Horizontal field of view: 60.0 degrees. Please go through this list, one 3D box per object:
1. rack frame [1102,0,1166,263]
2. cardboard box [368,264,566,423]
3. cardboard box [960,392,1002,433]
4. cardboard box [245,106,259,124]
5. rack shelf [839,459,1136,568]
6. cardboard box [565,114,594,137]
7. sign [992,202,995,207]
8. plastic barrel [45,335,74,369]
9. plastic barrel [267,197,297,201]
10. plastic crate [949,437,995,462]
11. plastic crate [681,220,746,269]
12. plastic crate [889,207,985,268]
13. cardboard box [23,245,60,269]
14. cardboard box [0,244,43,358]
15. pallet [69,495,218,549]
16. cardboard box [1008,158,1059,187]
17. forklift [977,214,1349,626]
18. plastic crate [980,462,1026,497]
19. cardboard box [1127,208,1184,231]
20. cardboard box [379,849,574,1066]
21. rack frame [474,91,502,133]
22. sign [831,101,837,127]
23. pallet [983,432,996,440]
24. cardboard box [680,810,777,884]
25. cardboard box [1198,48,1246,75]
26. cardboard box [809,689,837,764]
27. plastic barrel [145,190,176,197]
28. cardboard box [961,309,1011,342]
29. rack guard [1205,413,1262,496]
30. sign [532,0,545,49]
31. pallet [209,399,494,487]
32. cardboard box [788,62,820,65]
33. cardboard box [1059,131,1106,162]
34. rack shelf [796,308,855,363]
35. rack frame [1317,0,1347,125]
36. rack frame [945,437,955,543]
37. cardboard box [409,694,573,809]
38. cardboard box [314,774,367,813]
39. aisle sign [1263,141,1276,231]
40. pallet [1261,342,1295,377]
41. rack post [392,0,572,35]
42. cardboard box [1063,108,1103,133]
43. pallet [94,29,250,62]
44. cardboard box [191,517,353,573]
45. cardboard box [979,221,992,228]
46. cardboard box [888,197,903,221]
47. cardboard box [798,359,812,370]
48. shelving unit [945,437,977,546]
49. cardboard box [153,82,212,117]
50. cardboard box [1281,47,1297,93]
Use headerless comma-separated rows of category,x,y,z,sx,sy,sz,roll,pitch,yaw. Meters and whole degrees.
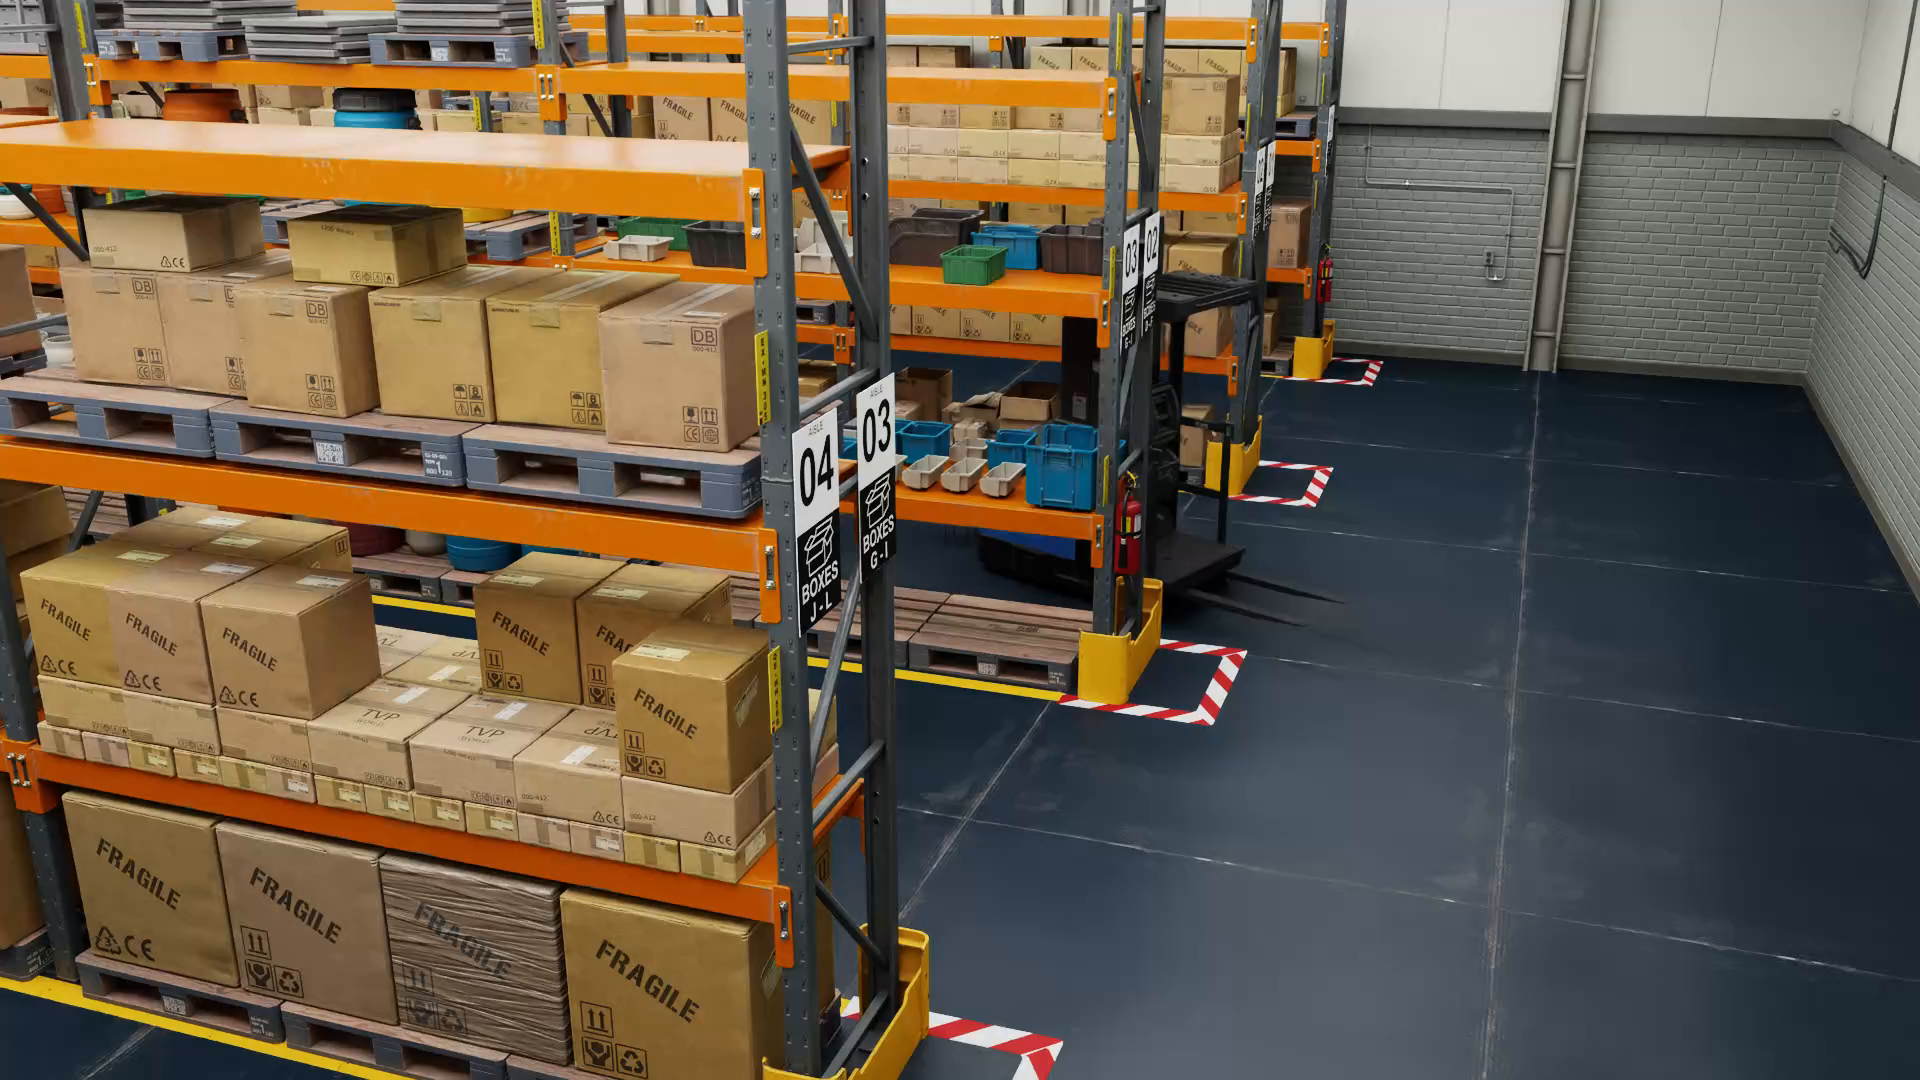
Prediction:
rack frame,1.121,-3.316,10.417,0.127,3.000,1.000,7,20,18
cardboard box,-2.009,-0.830,6.903,0.500,0.500,0.700,5,20,14
cardboard box,0.311,-1.338,17.275,0.500,0.311,0.500,7,20,18
cardboard box,-8.006,-4.793,18.802,0.500,0.250,0.500,9,21,24
rack shelf,-0.768,-0.359,12.142,4.000,0.370,1.077,7,20,18
cardboard box,-3.902,-4.259,17.527,0.500,0.500,0.910,7,20,18
sign,0.425,-4.335,20.816,0.005,0.325,0.100,7,20,18
plastic barrel,-7.478,-1.444,13.993,0.421,0.512,0.421,0,19,0
plastic barrel,-5.375,-2.826,13.141,0.301,0.262,0.301,0,19,0
plastic crate,0.079,-0.649,12.191,0.298,0.136,0.250,7,20,18
plastic crate,-1.574,-2.050,11.542,0.590,0.269,0.497,7,20,18
plastic crate,-0.232,-2.120,11.639,0.767,0.338,0.504,7,20,18
cardboard box,-10.962,-3.633,20.289,0.500,0.500,0.700,7,20,18
cardboard box,-4.834,-1.096,7.817,0.500,0.500,0.700,7,20,19
pallet,-7.155,-0.126,14.617,1.213,0.211,1.003,7,20,18
cardboard box,0.766,-3.508,15.754,0.500,0.250,0.500,7,20,18
forklift,1.584,-0.960,12.876,3.031,2.935,1.130,16,25,38
plastic crate,0.291,-0.418,11.529,0.243,0.136,0.396,7,20,18
cardboard box,2.479,-3.917,20.801,0.700,0.700,0.980,6,20,15
cardboard box,-1.995,1.720,7.676,0.875,0.875,0.875,7,20,18
rack frame,-4.807,-5.719,17.313,0.127,3.000,1.000,7,20,18
sign,-1.207,-4.128,15.921,0.005,0.325,0.100,7,20,18
pallet,0.776,-0.932,16.930,1.213,0.211,1.003,7,20,18
cardboard box,-0.949,1.240,6.844,0.250,0.149,0.380,7,20,19
cardboard box,3.122,-5.560,19.711,0.500,0.500,0.500,7,20,20
cardboard box,-0.869,0.852,7.351,0.500,0.250,0.500,6,20,17
plastic barrel,-6.629,-2.945,13.741,0.421,0.512,0.421,0,19,0
cardboard box,0.320,-2.253,16.330,0.500,0.500,0.500,6,20,18
rack guard,2.678,-0.850,16.256,0.348,0.500,1.175,7,20,18
sign,-2.840,-3.478,11.200,0.005,0.325,0.100,7,20,18
pallet,-2.365,-0.525,7.104,1.213,0.211,1.003,7,20,18
cardboard box,-2.190,-6.023,21.921,0.500,0.500,0.700,5,20,15
cardboard box,1.238,-3.689,15.515,0.500,0.250,0.500,7,20,18
rack shelf,-2.918,-2.331,17.799,4.000,0.370,1.077,7,20,18
rack frame,4.372,-6.396,19.253,0.127,3.000,1.000,7,20,18
rack frame,-0.088,-0.435,14.457,0.006,0.900,0.240,7,20,18
cardboard box,-2.009,0.908,7.190,0.500,0.250,0.500,6,20,16
cardboard box,-2.639,1.047,7.397,0.250,0.149,0.380,6,20,16
aisle sign,2.911,-3.334,15.634,0.004,0.787,0.394,7,20,18
pallet,3.591,-2.308,20.878,1.213,0.211,1.003,7,20,18
rack post,-3.443,-3.813,11.957,0.954,0.300,0.937,6,20,17
cardboard box,1.308,-4.110,15.581,0.500,0.500,0.700,7,20,18
pallet,-5.765,-3.814,12.742,1.003,0.211,1.213,7,20,18
cardboard box,-3.289,0.223,8.015,0.500,0.500,0.500,7,20,19
cardboard box,0.019,-2.945,16.798,0.500,0.500,0.500,6,20,17
cardboard box,-0.882,-4.273,21.642,0.500,0.500,0.500,7,20,18
cardboard box,-1.913,-1.664,17.922,0.500,0.500,0.500,7,20,19
shelving unit,0.008,-0.424,14.426,0.210,0.900,0.258,7,20,18
cardboard box,-8.975,-5.183,19.329,0.500,0.500,0.500,8,21,23
cardboard box,3.762,-5.662,20.004,0.500,0.500,0.500,6,20,16
